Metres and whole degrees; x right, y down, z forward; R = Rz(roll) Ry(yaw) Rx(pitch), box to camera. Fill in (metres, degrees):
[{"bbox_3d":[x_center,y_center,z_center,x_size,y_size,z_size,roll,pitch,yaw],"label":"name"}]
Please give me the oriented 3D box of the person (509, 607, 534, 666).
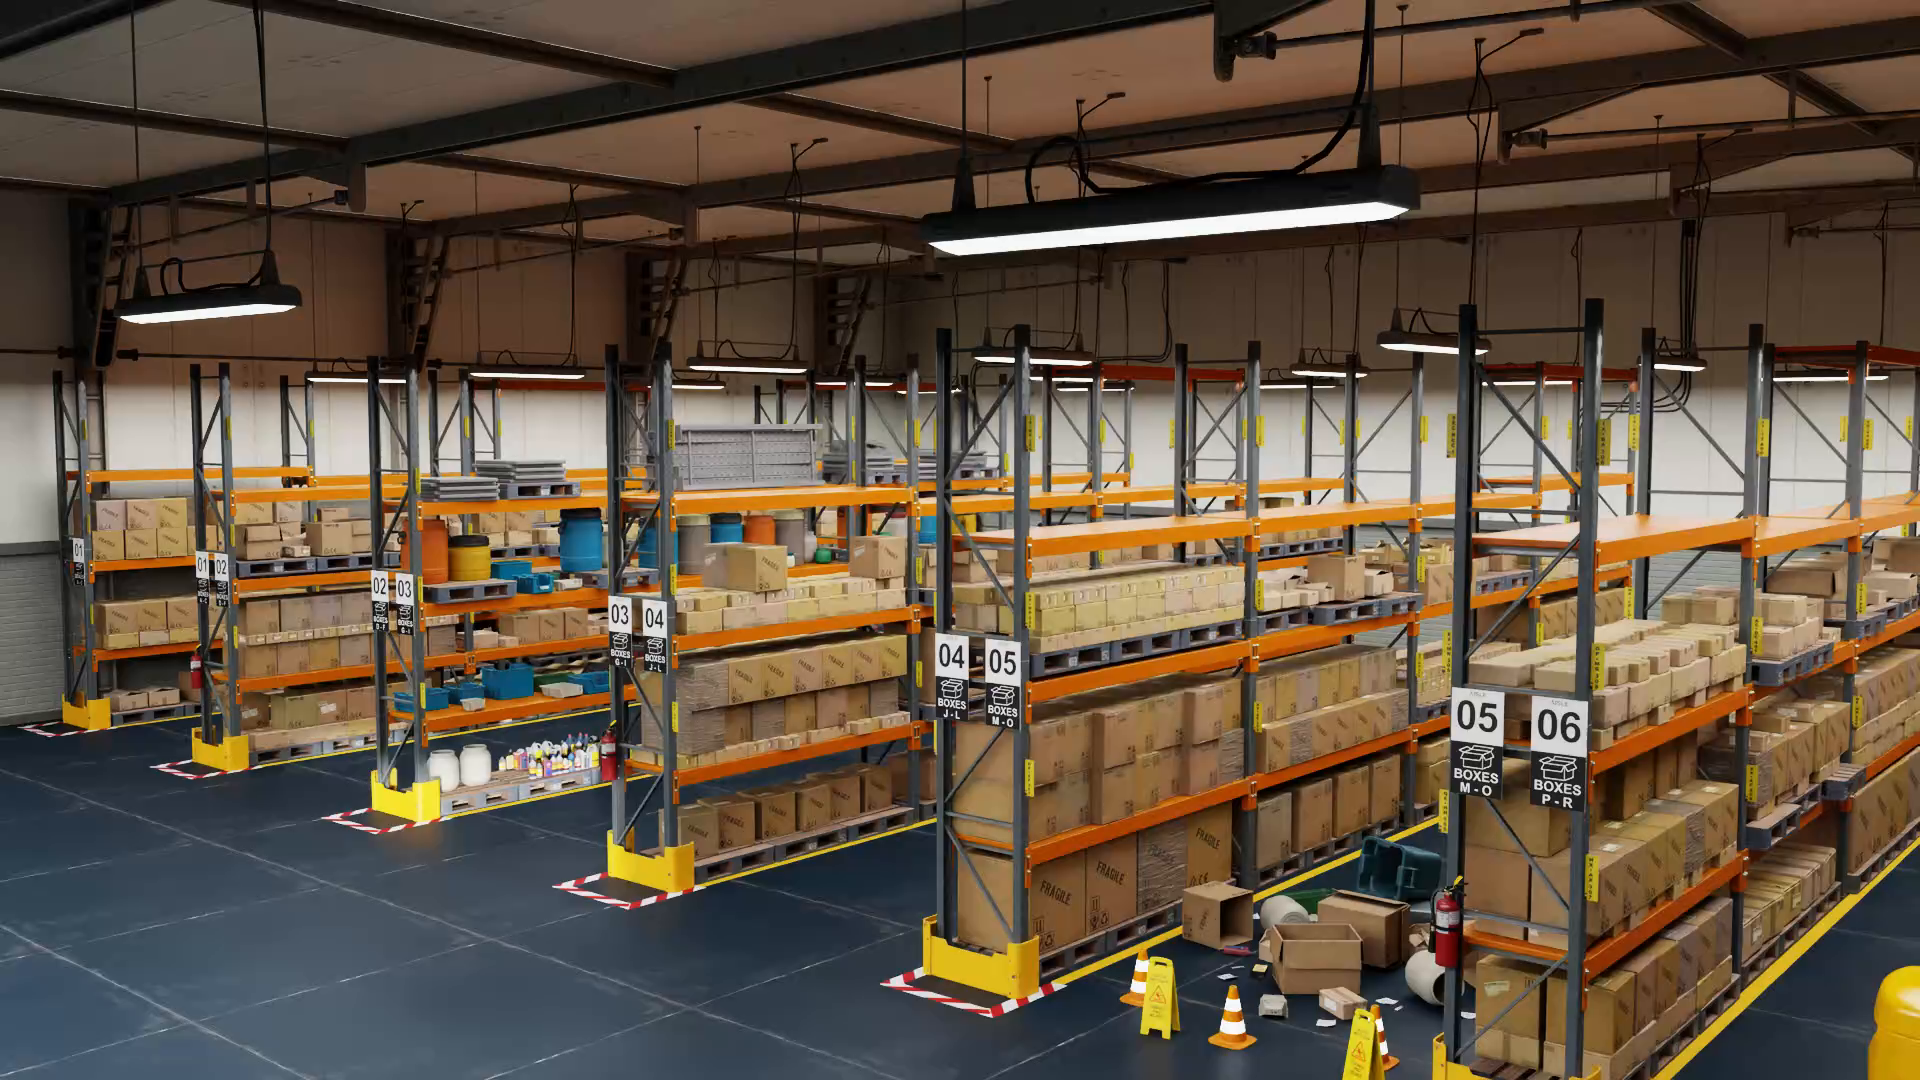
[{"bbox_3d":[-8.509,2.043,32.296,0.547,1.639,0.705,2,5,29],"label":"person"}]
